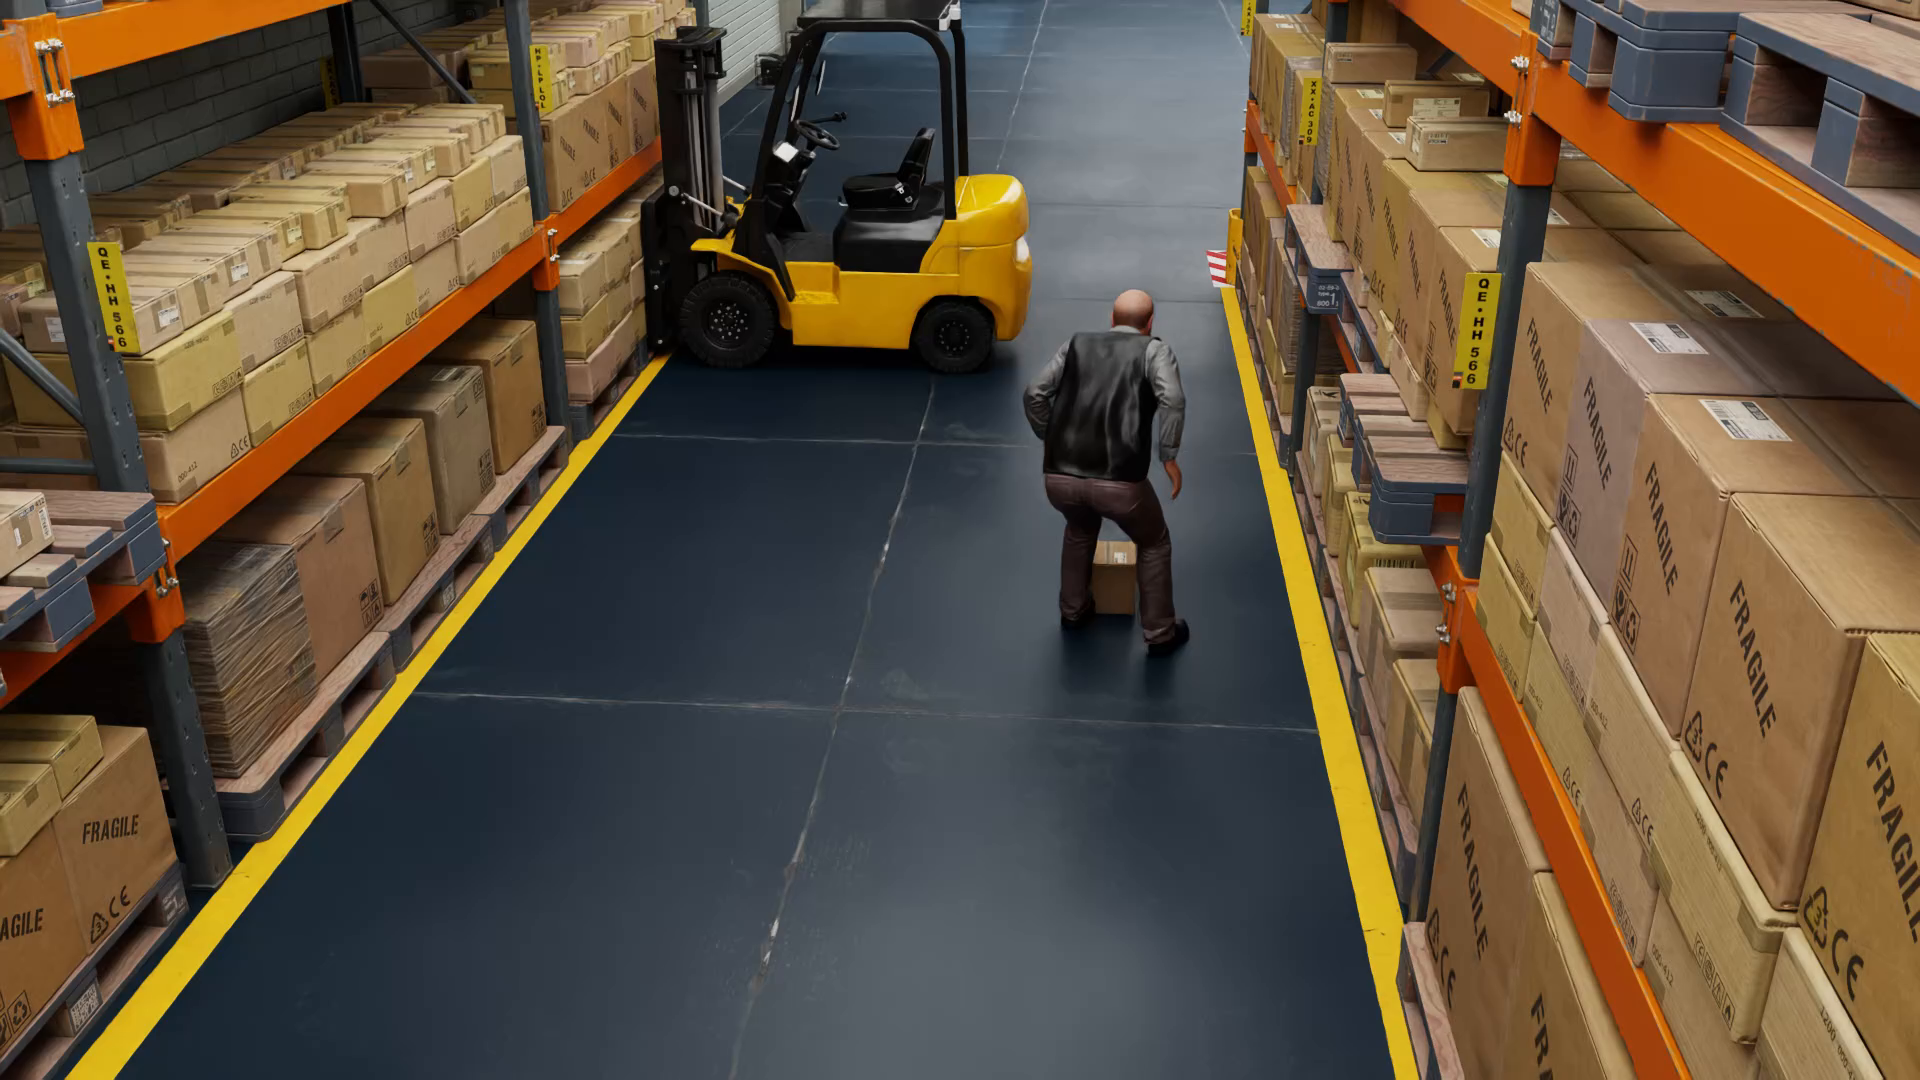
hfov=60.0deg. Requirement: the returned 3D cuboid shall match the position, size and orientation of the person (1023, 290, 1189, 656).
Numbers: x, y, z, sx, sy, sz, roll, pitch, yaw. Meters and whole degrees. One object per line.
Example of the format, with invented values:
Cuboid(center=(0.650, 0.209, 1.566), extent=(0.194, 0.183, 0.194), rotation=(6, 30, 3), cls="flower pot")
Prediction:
Cuboid(center=(0.625, -0.264, 7.004), extent=(0.722, 1.483, 0.728), rotation=(12, 27, 24), cls="person")
